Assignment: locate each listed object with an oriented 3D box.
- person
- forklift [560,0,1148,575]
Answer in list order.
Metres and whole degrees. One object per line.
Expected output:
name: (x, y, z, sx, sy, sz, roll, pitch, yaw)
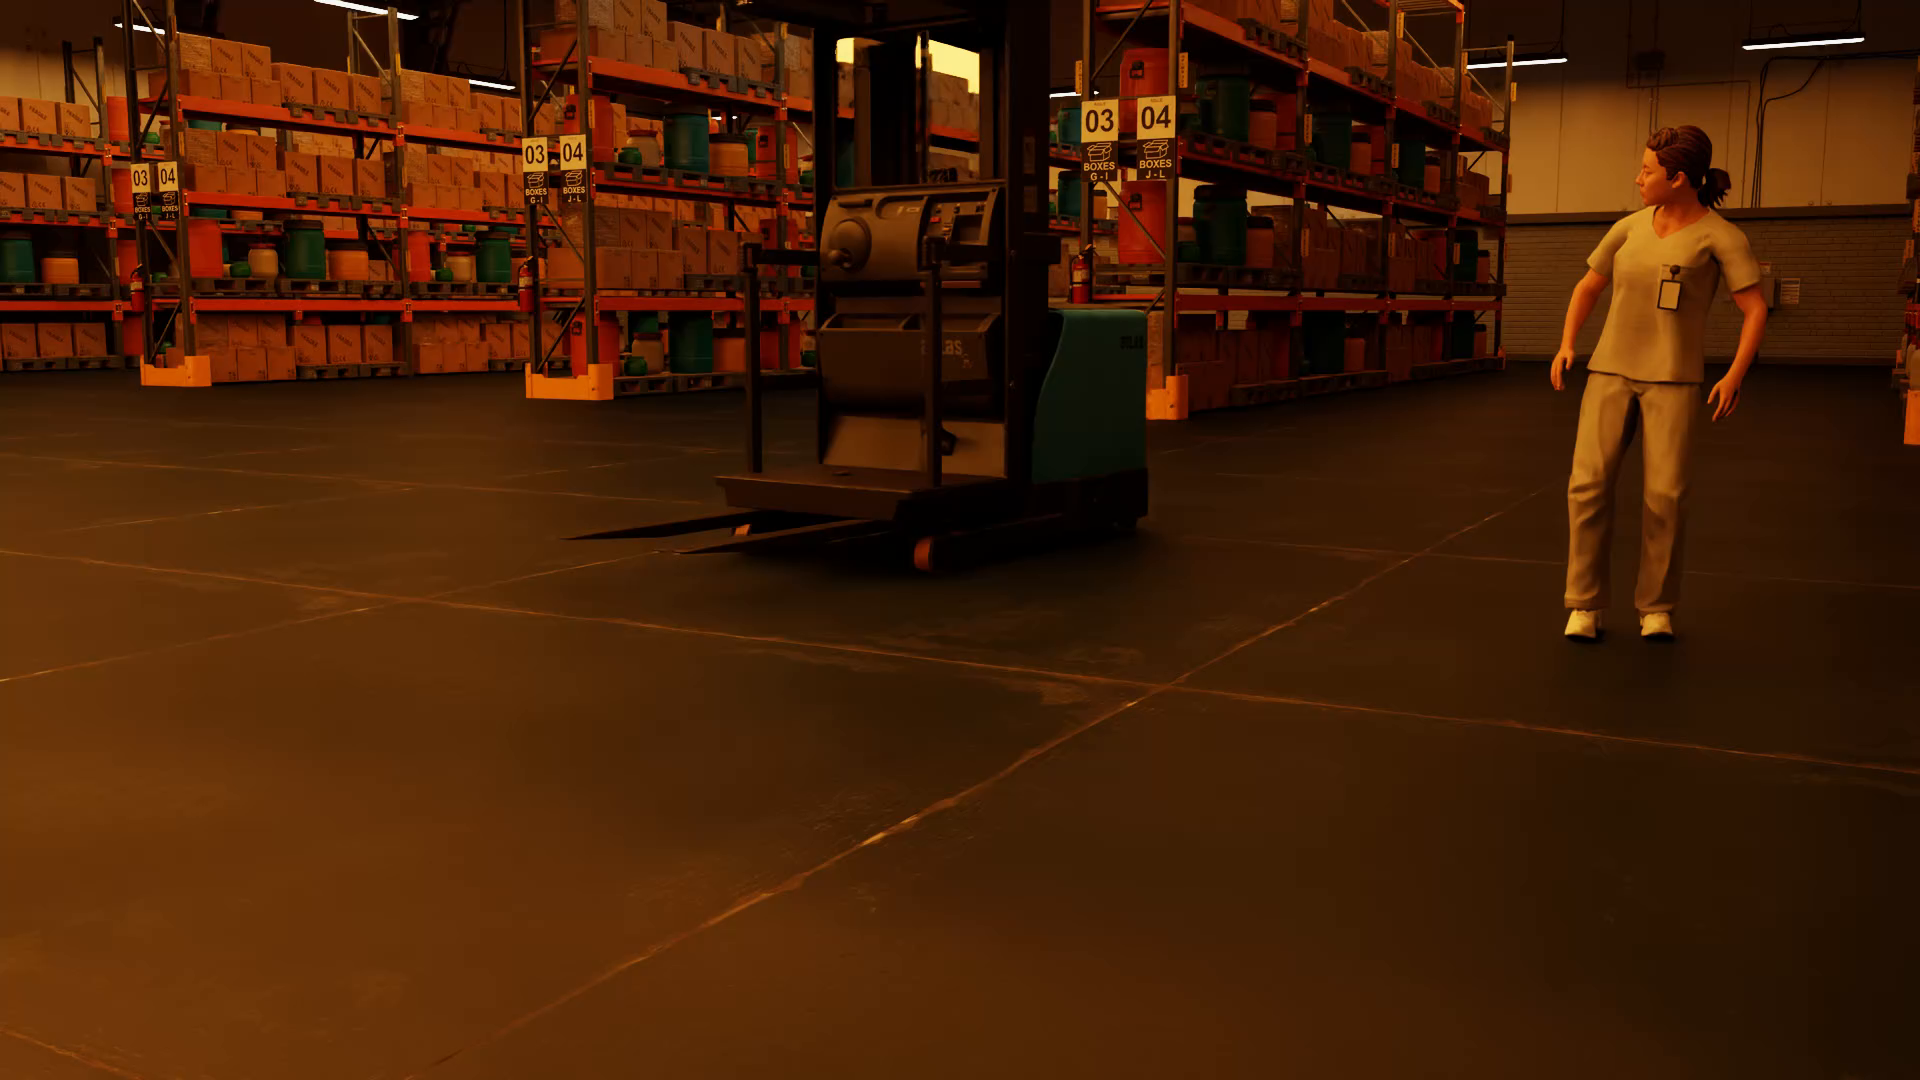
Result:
person: (2.244, -0.497, 5.398, 0.639, 1.649, 0.481, 5, 10, 34)
forklift: (-0.351, -1.382, 7.108, 1.130, 2.935, 3.031, 6, 10, 36)
